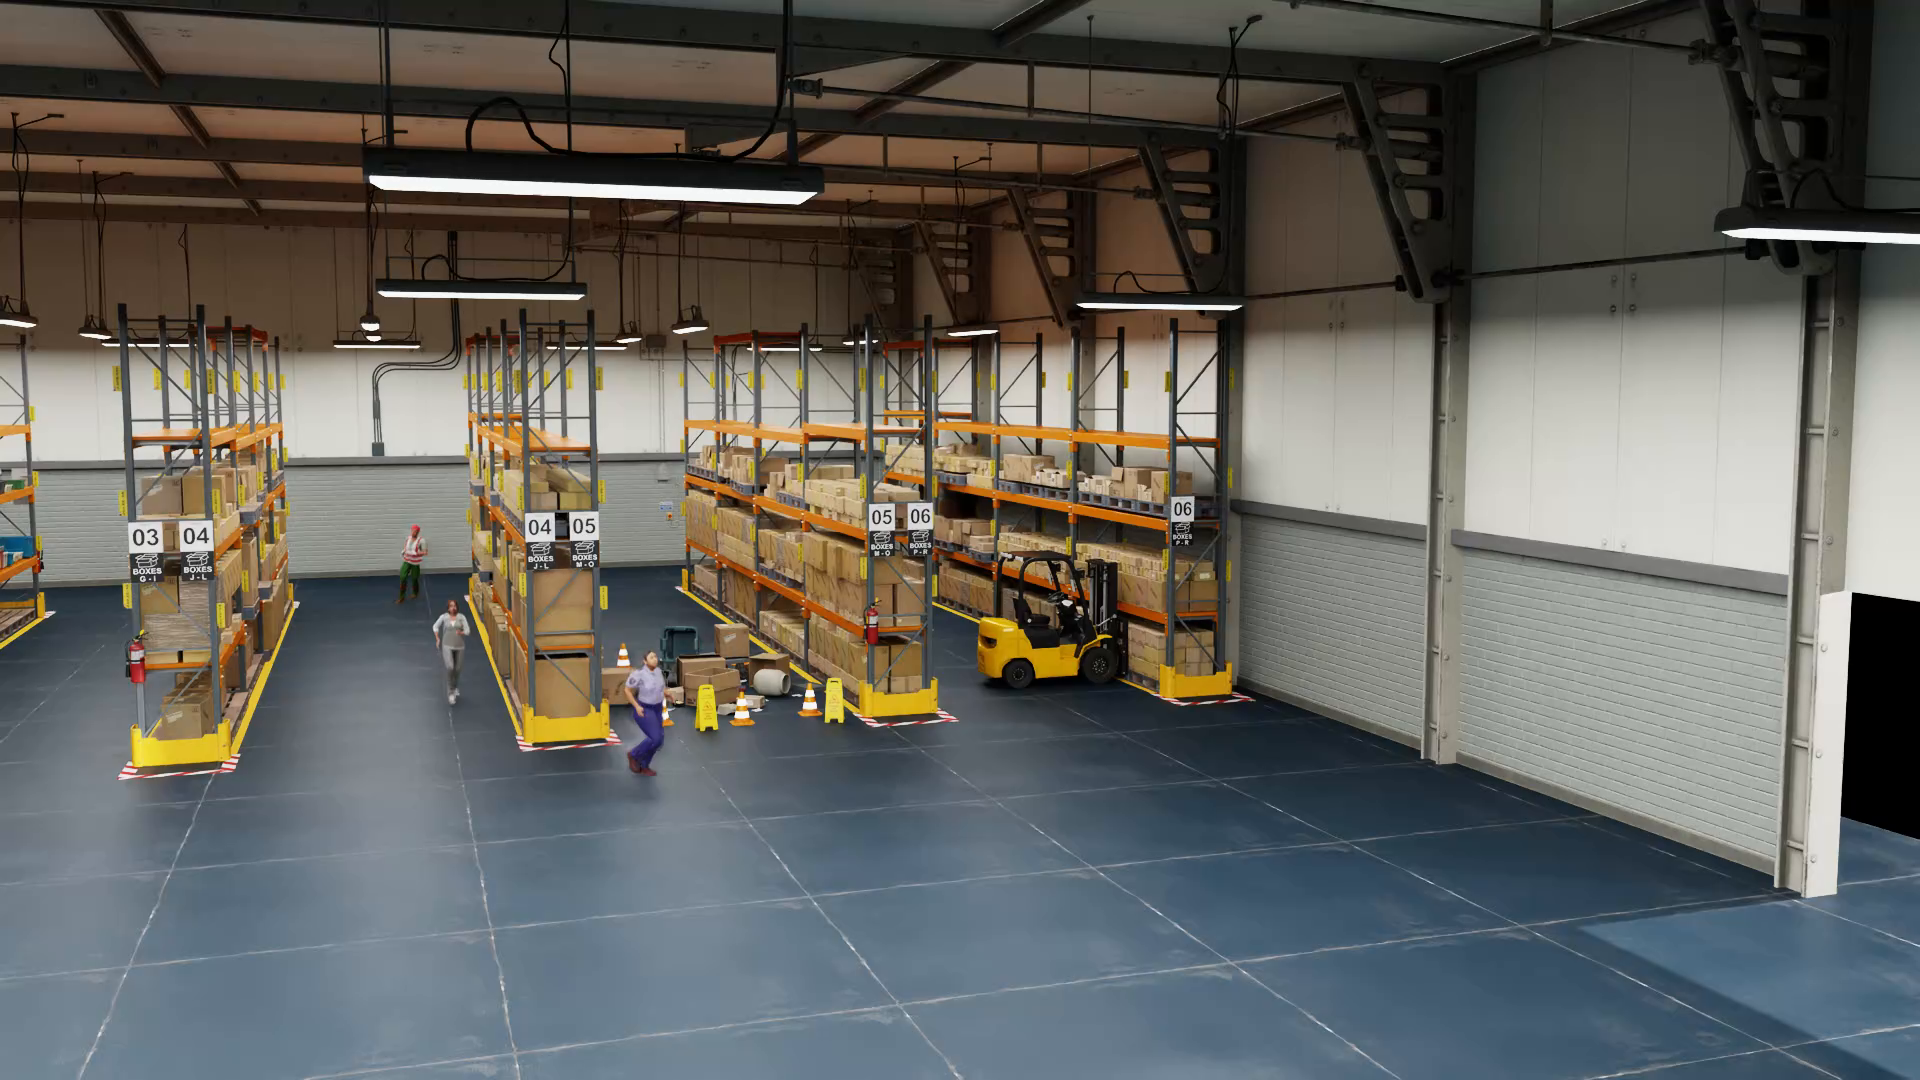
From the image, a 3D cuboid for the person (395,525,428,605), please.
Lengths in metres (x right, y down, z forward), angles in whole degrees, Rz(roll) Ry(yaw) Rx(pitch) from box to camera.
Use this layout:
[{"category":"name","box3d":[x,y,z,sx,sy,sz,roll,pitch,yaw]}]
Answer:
[{"category":"person","box3d":[-12.417,0.547,37.833,0.737,1.817,0.758,0,5,0]}]

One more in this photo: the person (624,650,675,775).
[{"category":"person","box3d":[-3.913,2.198,21.174,0.554,1.614,0.591,3,6,29]}]

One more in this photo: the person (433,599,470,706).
[{"category":"person","box3d":[-7.939,1.735,26.029,0.507,1.646,0.728,-3,6,-27]}]
